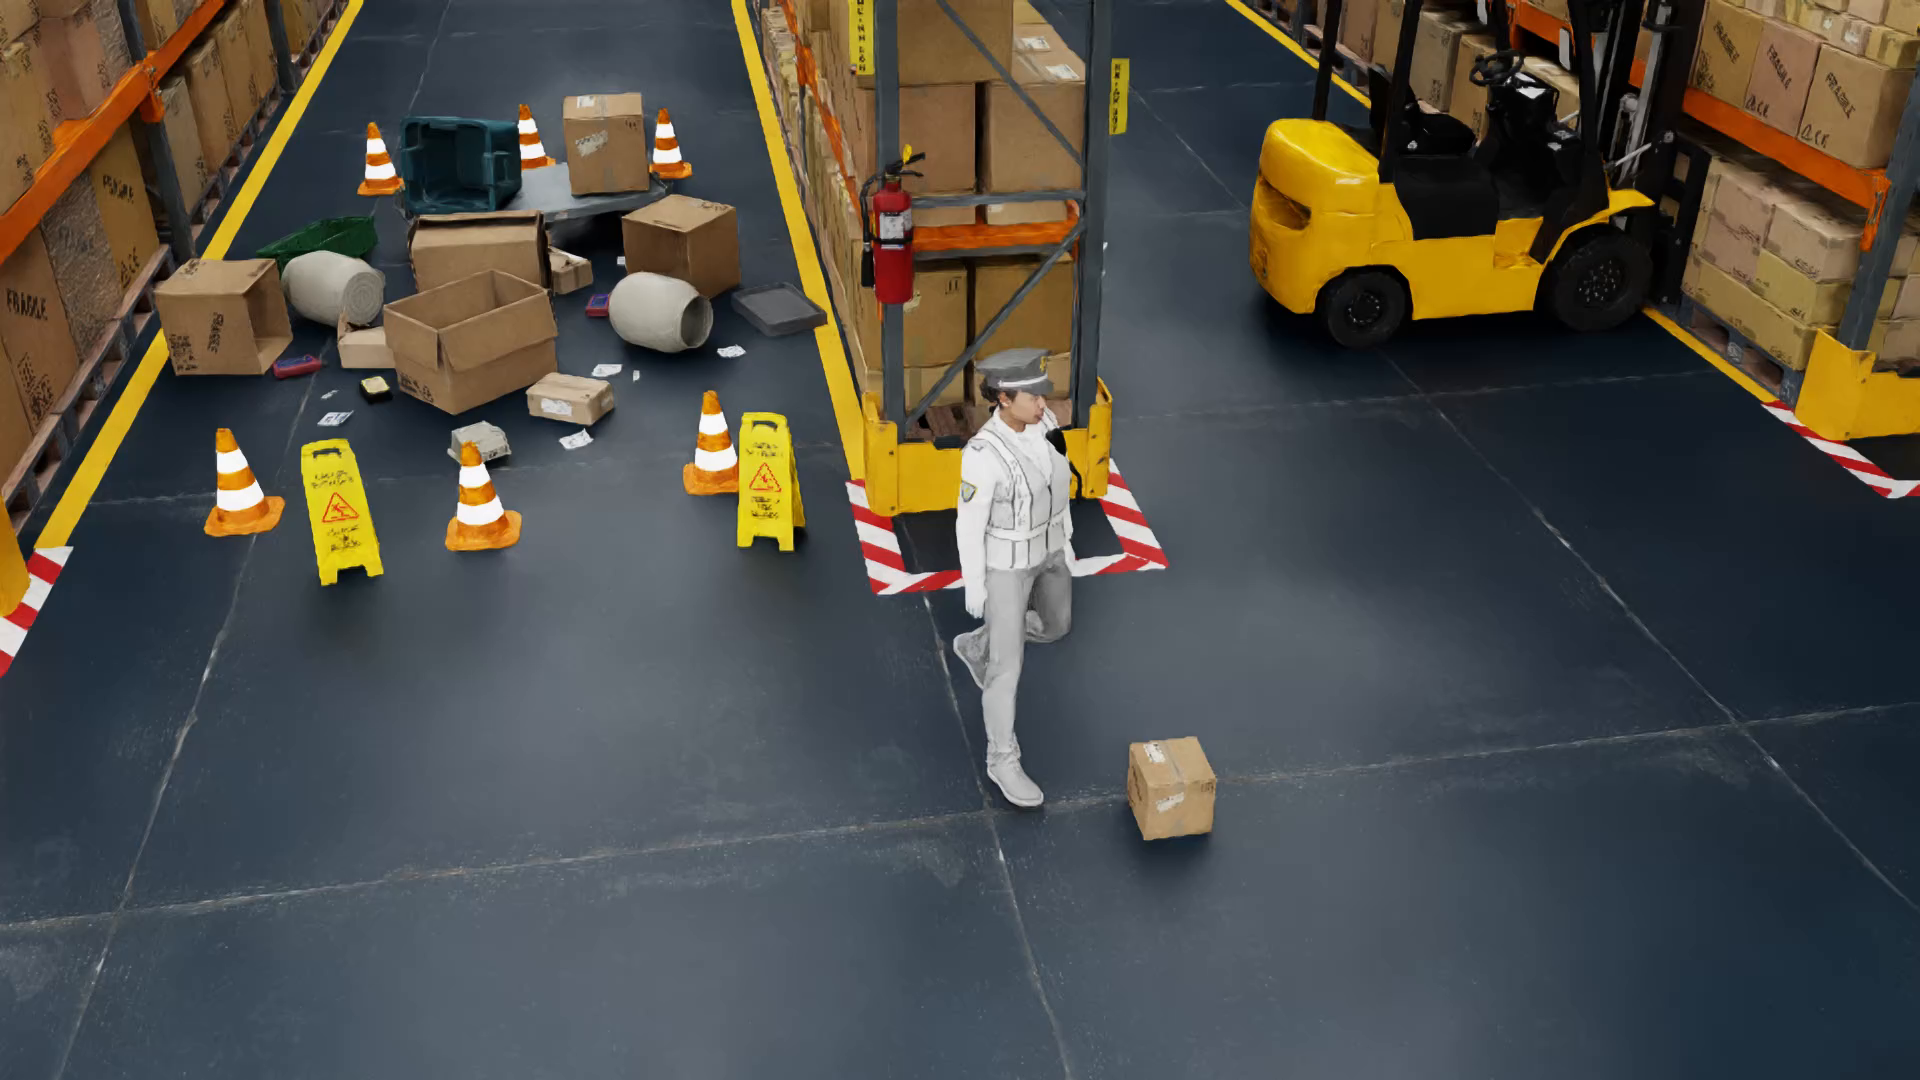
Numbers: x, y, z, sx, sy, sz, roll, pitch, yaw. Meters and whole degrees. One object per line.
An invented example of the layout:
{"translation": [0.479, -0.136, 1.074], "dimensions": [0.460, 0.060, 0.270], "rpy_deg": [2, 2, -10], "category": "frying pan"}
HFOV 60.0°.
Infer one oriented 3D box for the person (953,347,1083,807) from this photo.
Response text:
{"translation": [0.164, 0.063, 5.988], "dimensions": [0.692, 1.669, 0.540], "rpy_deg": [23, 38, 33], "category": "person"}
